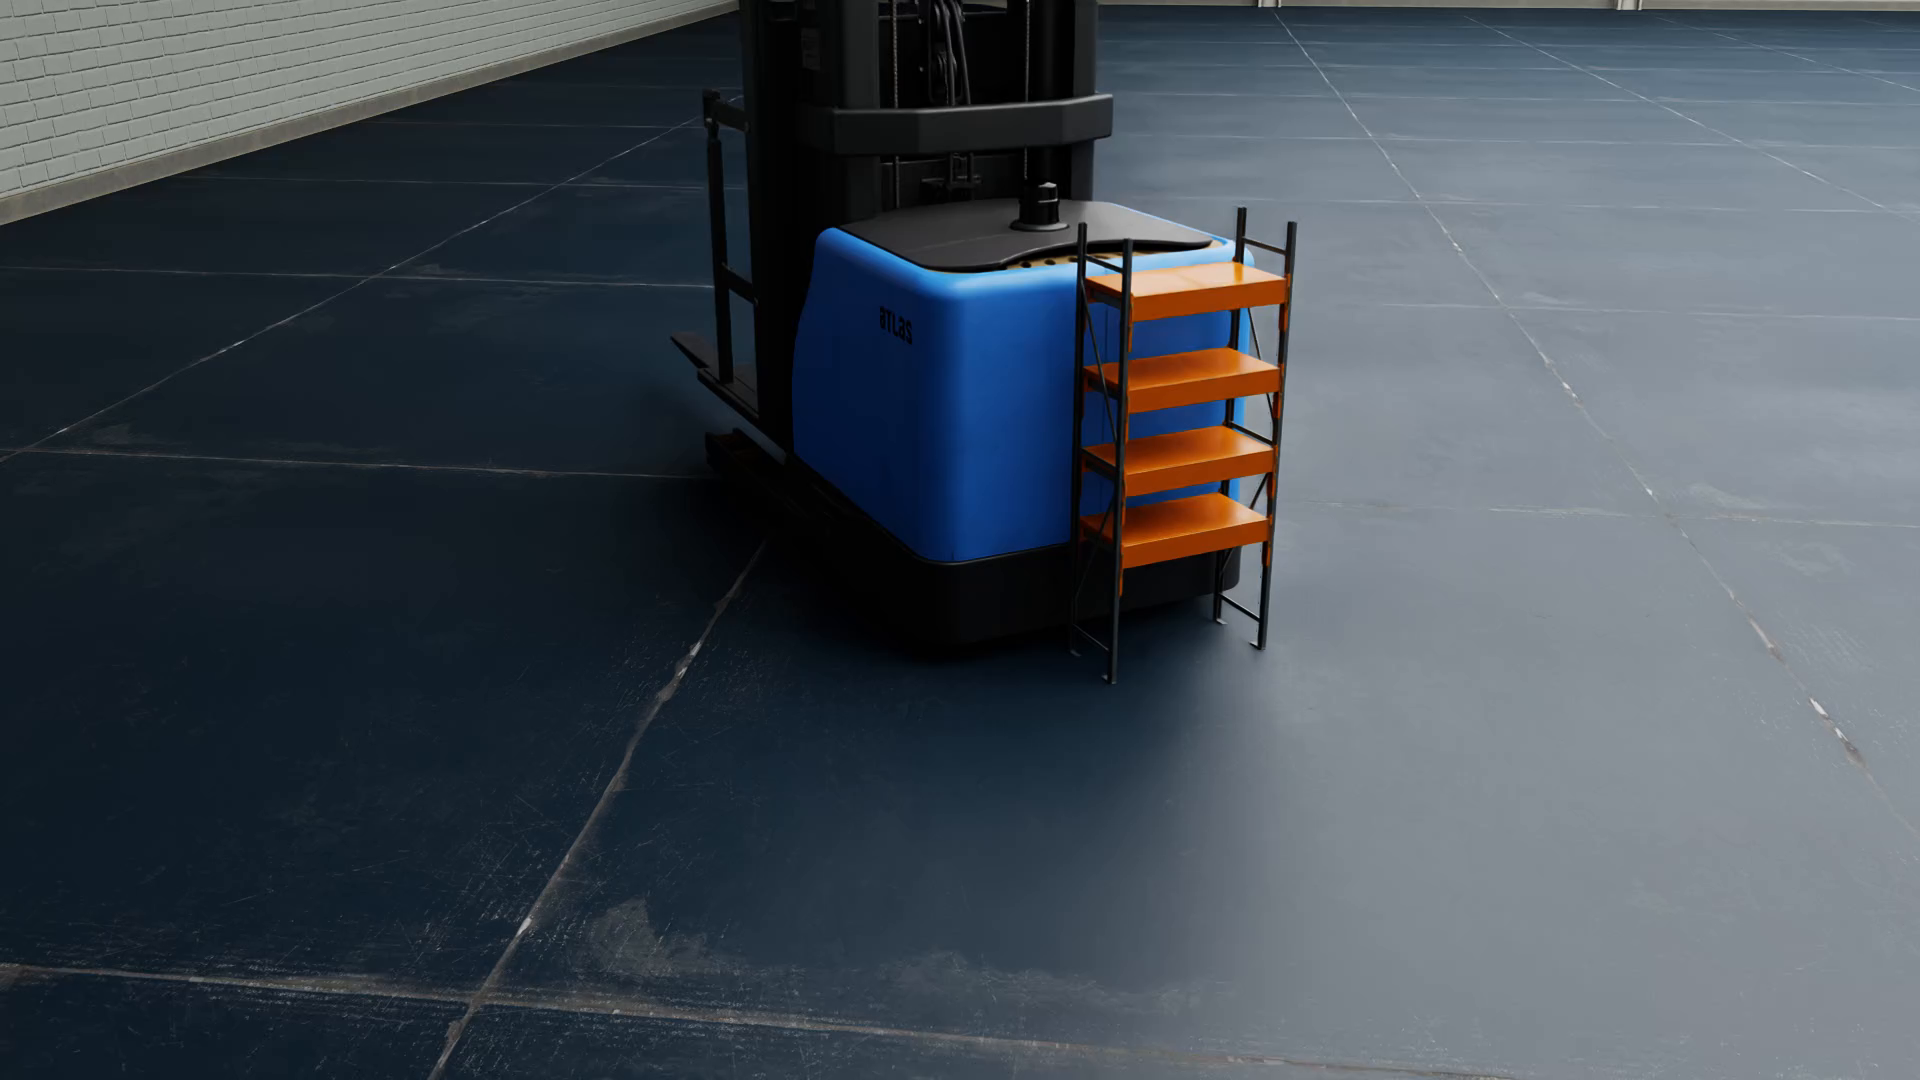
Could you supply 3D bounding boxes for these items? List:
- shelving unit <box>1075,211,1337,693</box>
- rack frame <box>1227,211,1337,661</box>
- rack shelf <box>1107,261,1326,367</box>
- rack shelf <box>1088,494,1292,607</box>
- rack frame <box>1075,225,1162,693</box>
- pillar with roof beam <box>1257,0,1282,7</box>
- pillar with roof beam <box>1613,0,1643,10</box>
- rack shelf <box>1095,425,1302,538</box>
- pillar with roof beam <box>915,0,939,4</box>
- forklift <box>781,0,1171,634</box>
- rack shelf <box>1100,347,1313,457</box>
[{"bbox_3d":[0.619,-0.218,4.330,0.503,1.200,0.258,-9,29,-22],"label":"shelving unit"},{"bbox_3d":[0.843,-0.254,4.419,0.015,1.200,0.240,-9,29,-22],"label":"rack frame"},{"bbox_3d":[0.633,-0.569,4.154,0.480,0.148,0.258,-9,29,-22],"label":"rack shelf"},{"bbox_3d":[0.609,0.019,4.449,0.480,0.148,0.258,-9,29,-22],"label":"rack shelf"},{"bbox_3d":[0.395,-0.182,4.240,0.015,1.200,0.240,-9,29,-22],"label":"rack frame"},{"bbox_3d":[4.864,-11.887,23.267,0.400,9.000,9.100,2,22,6],"label":"pillar with roof beam"},{"bbox_3d":[10.822,-11.627,22.611,0.400,9.000,9.100,2,22,6],"label":"pillar with roof beam"},{"bbox_3d":[0.616,-0.158,4.360,0.480,0.148,0.258,-9,29,-22],"label":"rack shelf"},{"bbox_3d":[-1.095,-12.147,23.924,0.400,9.000,9.100,2,22,6],"label":"pillar with roof beam"},{"bbox_3d":[-0.017,-1.600,5.500,1.130,2.935,3.031,-1,22,-3],"label":"forklift"},{"bbox_3d":[0.625,-0.358,4.260,0.480,0.148,0.258,-9,29,-22],"label":"rack shelf"}]
